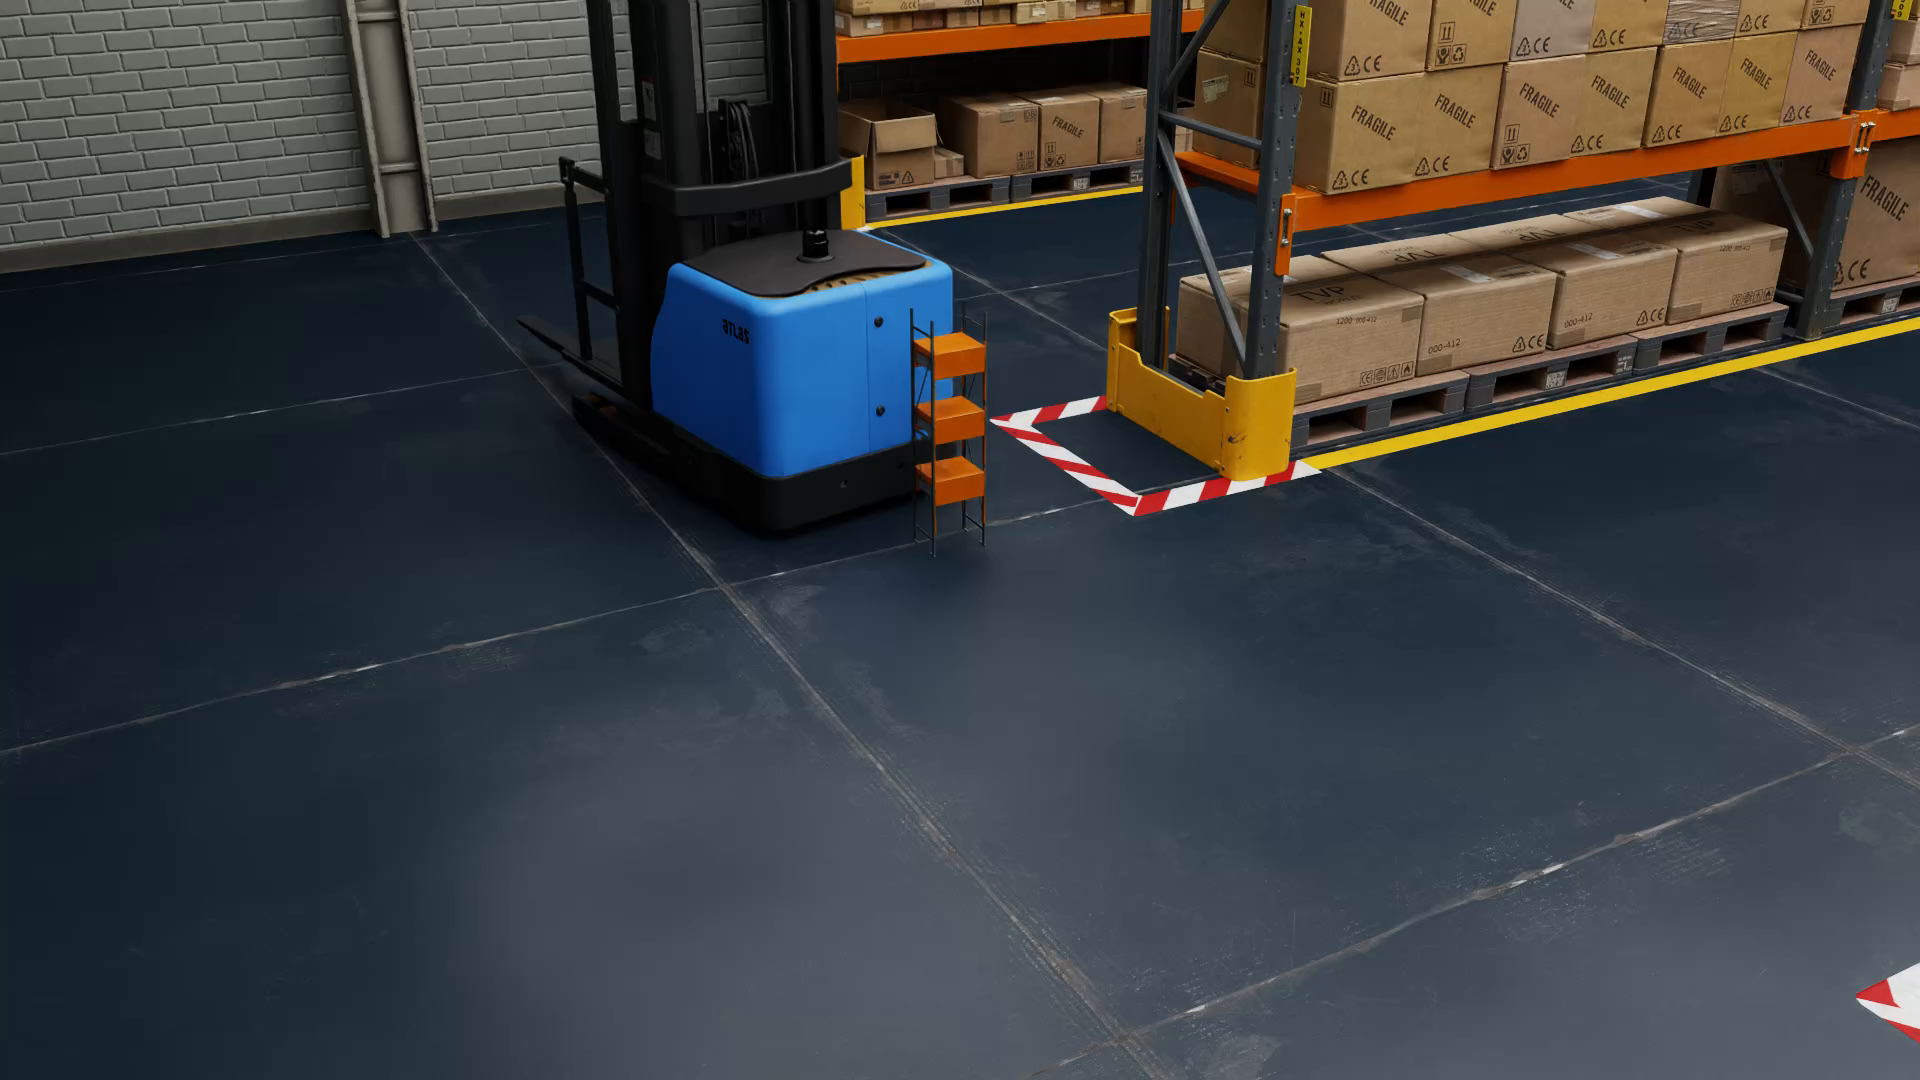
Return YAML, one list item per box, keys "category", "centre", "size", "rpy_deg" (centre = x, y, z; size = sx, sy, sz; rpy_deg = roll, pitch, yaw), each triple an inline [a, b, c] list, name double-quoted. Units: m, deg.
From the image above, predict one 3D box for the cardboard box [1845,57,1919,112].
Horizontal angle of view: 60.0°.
- category: "cardboard box"
  centre: [5.230, -2.616, 9.406]
  size: [0.500, 0.250, 0.500]
  rpy_deg: [-14, 29, -26]

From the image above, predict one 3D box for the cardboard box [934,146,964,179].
- category: "cardboard box"
  centre: [-0.173, -2.839, 12.506]
  size: [0.250, 0.149, 0.380]
  rpy_deg: [-14, 29, -27]

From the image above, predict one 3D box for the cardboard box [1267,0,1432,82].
- category: "cardboard box"
  centre: [1.746, -2.365, 7.439]
  size: [0.500, 0.500, 0.500]
  rpy_deg: [-14, 29, -26]

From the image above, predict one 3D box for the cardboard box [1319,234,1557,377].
- category: "cardboard box"
  centre: [2.527, -1.277, 8.918]
  size: [0.875, 0.438, 0.875]
  rpy_deg: [-12, 28, -24]

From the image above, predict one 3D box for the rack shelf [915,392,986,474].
- category: "rack shelf"
  centre: [-0.047, -0.453, 7.005]
  size: [0.240, 0.259, 0.215]
  rpy_deg: [-13, 29, -25]

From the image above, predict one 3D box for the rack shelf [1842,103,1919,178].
- category: "rack shelf"
  centre: [6.483, -2.778, 10.401]
  size: [4.000, 0.370, 1.077]
  rpy_deg: [-13, 29, -25]

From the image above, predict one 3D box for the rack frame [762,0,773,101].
- category: "rack frame"
  centre: [-1.150, -3.775, 11.647]
  size: [0.127, 3.000, 1.000]
  rpy_deg: [-13, 29, -25]

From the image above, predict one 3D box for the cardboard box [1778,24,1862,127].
- category: "cardboard box"
  centre: [4.429, -2.548, 8.975]
  size: [0.500, 0.500, 0.500]
  rpy_deg: [-13, 28, -25]

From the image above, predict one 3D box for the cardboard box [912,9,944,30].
- category: "cardboard box"
  centre: [-0.313, -3.760, 11.906]
  size: [0.250, 0.149, 0.380]
  rpy_deg: [-13, 29, -26]

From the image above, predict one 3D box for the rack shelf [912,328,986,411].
- category: "rack shelf"
  centre: [-0.047, -0.709, 6.882]
  size: [0.240, 0.259, 0.215]
  rpy_deg: [-13, 29, -25]

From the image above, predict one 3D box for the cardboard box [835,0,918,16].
- category: "cardboard box"
  centre: [-0.623, -3.831, 11.593]
  size: [0.500, 0.250, 0.500]
  rpy_deg: [-13, 28, -25]

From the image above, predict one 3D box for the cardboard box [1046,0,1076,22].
- category: "cardboard box"
  centre: [0.652, -3.929, 12.257]
  size: [0.250, 0.149, 0.380]
  rpy_deg: [-12, 28, -24]

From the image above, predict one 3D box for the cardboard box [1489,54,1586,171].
- category: "cardboard box"
  centre: [2.638, -2.124, 8.092]
  size: [0.500, 0.500, 0.500]
  rpy_deg: [-13, 29, -25]

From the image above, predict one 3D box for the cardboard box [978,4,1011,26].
- category: "cardboard box"
  centre: [0.170, -3.844, 12.082]
  size: [0.250, 0.149, 0.380]
  rpy_deg: [-13, 28, -24]

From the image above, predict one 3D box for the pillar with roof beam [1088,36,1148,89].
- category: "pillar with roof beam"
  centre: [3.366, -5.852, 9.042]
  size: [0.400, 9.000, 9.100]
  rpy_deg: [-13, 29, -25]

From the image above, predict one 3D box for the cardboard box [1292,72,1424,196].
- category: "cardboard box"
  centre: [1.747, -1.913, 7.654]
  size: [0.500, 0.500, 0.500]
  rpy_deg: [-13, 29, -25]

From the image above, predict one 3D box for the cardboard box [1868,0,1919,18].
- category: "cardboard box"
  centre: [5.242, -3.170, 9.117]
  size: [0.500, 0.500, 0.500]
  rpy_deg: [-13, 28, -25]

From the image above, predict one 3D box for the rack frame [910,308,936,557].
- category: "rack frame"
  centre: [-0.155, -0.438, 6.948]
  size: [0.008, 1.050, 0.200]
  rpy_deg: [-13, 29, -25]

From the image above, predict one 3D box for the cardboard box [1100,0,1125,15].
- category: "cardboard box"
  centre: [1.042, -4.076, 12.564]
  size: [0.250, 0.149, 0.380]
  rpy_deg: [-13, 28, -24]

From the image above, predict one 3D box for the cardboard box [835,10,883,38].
- category: "cardboard box"
  centre: [-0.731, -3.624, 11.622]
  size: [0.250, 0.149, 0.380]
  rpy_deg: [-13, 29, -25]

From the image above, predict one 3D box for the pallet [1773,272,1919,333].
- category: "pallet"
  centre: [5.363, -1.624, 10.388]
  size: [1.213, 0.211, 1.003]
  rpy_deg: [-13, 29, -25]

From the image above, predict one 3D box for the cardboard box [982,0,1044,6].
- category: "cardboard box"
  centre: [0.267, -4.038, 12.025]
  size: [0.500, 0.250, 0.500]
  rpy_deg: [-14, 29, -26]

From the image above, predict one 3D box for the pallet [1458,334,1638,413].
- category: "pallet"
  centre: [2.932, -1.062, 9.219]
  size: [1.213, 0.211, 1.003]
  rpy_deg: [-13, 29, -25]

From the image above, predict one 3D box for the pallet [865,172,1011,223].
- category: "pallet"
  centre: [-0.380, -2.696, 12.622]
  size: [1.213, 0.211, 1.003]
  rpy_deg: [-13, 29, -25]

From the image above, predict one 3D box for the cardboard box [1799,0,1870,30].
- category: "cardboard box"
  centre: [4.432, -2.989, 8.739]
  size: [0.500, 0.500, 0.500]
  rpy_deg: [-13, 29, -26]

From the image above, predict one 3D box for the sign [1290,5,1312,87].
- category: "sign"
  centre: [1.444, -2.093, 7.052]
  size: [0.005, 0.325, 0.100]
  rpy_deg: [-13, 29, -25]

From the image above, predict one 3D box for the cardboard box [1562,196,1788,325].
- category: "cardboard box"
  centre: [4.114, -1.642, 9.680]
  size: [0.875, 0.438, 0.875]
  rpy_deg: [-13, 29, -26]

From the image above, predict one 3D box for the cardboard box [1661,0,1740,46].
- category: "cardboard box"
  centre: [3.535, -2.781, 8.307]
  size: [0.500, 0.500, 0.500]
  rpy_deg: [-13, 28, -24]

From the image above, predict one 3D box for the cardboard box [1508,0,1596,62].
- category: "cardboard box"
  centre: [2.649, -2.581, 7.888]
  size: [0.500, 0.500, 0.500]
  rpy_deg: [-13, 29, -25]

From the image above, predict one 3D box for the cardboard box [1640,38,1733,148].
- category: "cardboard box"
  centre: [3.541, -2.333, 8.528]
  size: [0.500, 0.500, 0.500]
  rpy_deg: [-13, 29, -26]

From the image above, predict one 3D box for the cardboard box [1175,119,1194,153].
- category: "cardboard box"
  centre: [1.711, -3.248, 13.223]
  size: [0.258, 0.266, 0.396]
  rpy_deg: [-12, 28, -23]

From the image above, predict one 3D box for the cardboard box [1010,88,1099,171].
- category: "cardboard box"
  centre: [0.720, -3.155, 12.757]
  size: [0.500, 0.500, 0.500]
  rpy_deg: [-12, 28, -24]

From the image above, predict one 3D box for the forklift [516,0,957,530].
- category: "forklift"
  centre: [-1.308, -1.940, 7.904]
  size: [1.130, 2.935, 3.031]
  rpy_deg: [-18, 31, -33]

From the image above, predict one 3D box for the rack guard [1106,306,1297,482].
- category: "rack guard"
  centre: [1.167, -0.748, 8.231]
  size: [0.348, 0.500, 1.175]
  rpy_deg: [-13, 29, -25]

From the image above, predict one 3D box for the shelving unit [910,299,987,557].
- category: "shelving unit"
  centre: [-0.047, -0.462, 7.000]
  size: [0.252, 1.050, 0.215]
  rpy_deg: [-13, 29, -25]

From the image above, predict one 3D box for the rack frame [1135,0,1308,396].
- category: "rack frame"
  centre: [1.189, -1.880, 7.700]
  size: [0.127, 3.000, 1.000]
  rpy_deg: [-13, 29, -25]

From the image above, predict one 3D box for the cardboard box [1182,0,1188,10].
- category: "cardboard box"
  centre: [1.535, -4.148, 12.715]
  size: [0.250, 0.149, 0.380]
  rpy_deg: [-12, 28, -24]

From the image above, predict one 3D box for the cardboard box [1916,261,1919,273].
- category: "cardboard box"
  centre: [6.021, -2.270, 10.482]
  size: [0.875, 0.875, 0.875]
  rpy_deg: [-12, 28, -24]
